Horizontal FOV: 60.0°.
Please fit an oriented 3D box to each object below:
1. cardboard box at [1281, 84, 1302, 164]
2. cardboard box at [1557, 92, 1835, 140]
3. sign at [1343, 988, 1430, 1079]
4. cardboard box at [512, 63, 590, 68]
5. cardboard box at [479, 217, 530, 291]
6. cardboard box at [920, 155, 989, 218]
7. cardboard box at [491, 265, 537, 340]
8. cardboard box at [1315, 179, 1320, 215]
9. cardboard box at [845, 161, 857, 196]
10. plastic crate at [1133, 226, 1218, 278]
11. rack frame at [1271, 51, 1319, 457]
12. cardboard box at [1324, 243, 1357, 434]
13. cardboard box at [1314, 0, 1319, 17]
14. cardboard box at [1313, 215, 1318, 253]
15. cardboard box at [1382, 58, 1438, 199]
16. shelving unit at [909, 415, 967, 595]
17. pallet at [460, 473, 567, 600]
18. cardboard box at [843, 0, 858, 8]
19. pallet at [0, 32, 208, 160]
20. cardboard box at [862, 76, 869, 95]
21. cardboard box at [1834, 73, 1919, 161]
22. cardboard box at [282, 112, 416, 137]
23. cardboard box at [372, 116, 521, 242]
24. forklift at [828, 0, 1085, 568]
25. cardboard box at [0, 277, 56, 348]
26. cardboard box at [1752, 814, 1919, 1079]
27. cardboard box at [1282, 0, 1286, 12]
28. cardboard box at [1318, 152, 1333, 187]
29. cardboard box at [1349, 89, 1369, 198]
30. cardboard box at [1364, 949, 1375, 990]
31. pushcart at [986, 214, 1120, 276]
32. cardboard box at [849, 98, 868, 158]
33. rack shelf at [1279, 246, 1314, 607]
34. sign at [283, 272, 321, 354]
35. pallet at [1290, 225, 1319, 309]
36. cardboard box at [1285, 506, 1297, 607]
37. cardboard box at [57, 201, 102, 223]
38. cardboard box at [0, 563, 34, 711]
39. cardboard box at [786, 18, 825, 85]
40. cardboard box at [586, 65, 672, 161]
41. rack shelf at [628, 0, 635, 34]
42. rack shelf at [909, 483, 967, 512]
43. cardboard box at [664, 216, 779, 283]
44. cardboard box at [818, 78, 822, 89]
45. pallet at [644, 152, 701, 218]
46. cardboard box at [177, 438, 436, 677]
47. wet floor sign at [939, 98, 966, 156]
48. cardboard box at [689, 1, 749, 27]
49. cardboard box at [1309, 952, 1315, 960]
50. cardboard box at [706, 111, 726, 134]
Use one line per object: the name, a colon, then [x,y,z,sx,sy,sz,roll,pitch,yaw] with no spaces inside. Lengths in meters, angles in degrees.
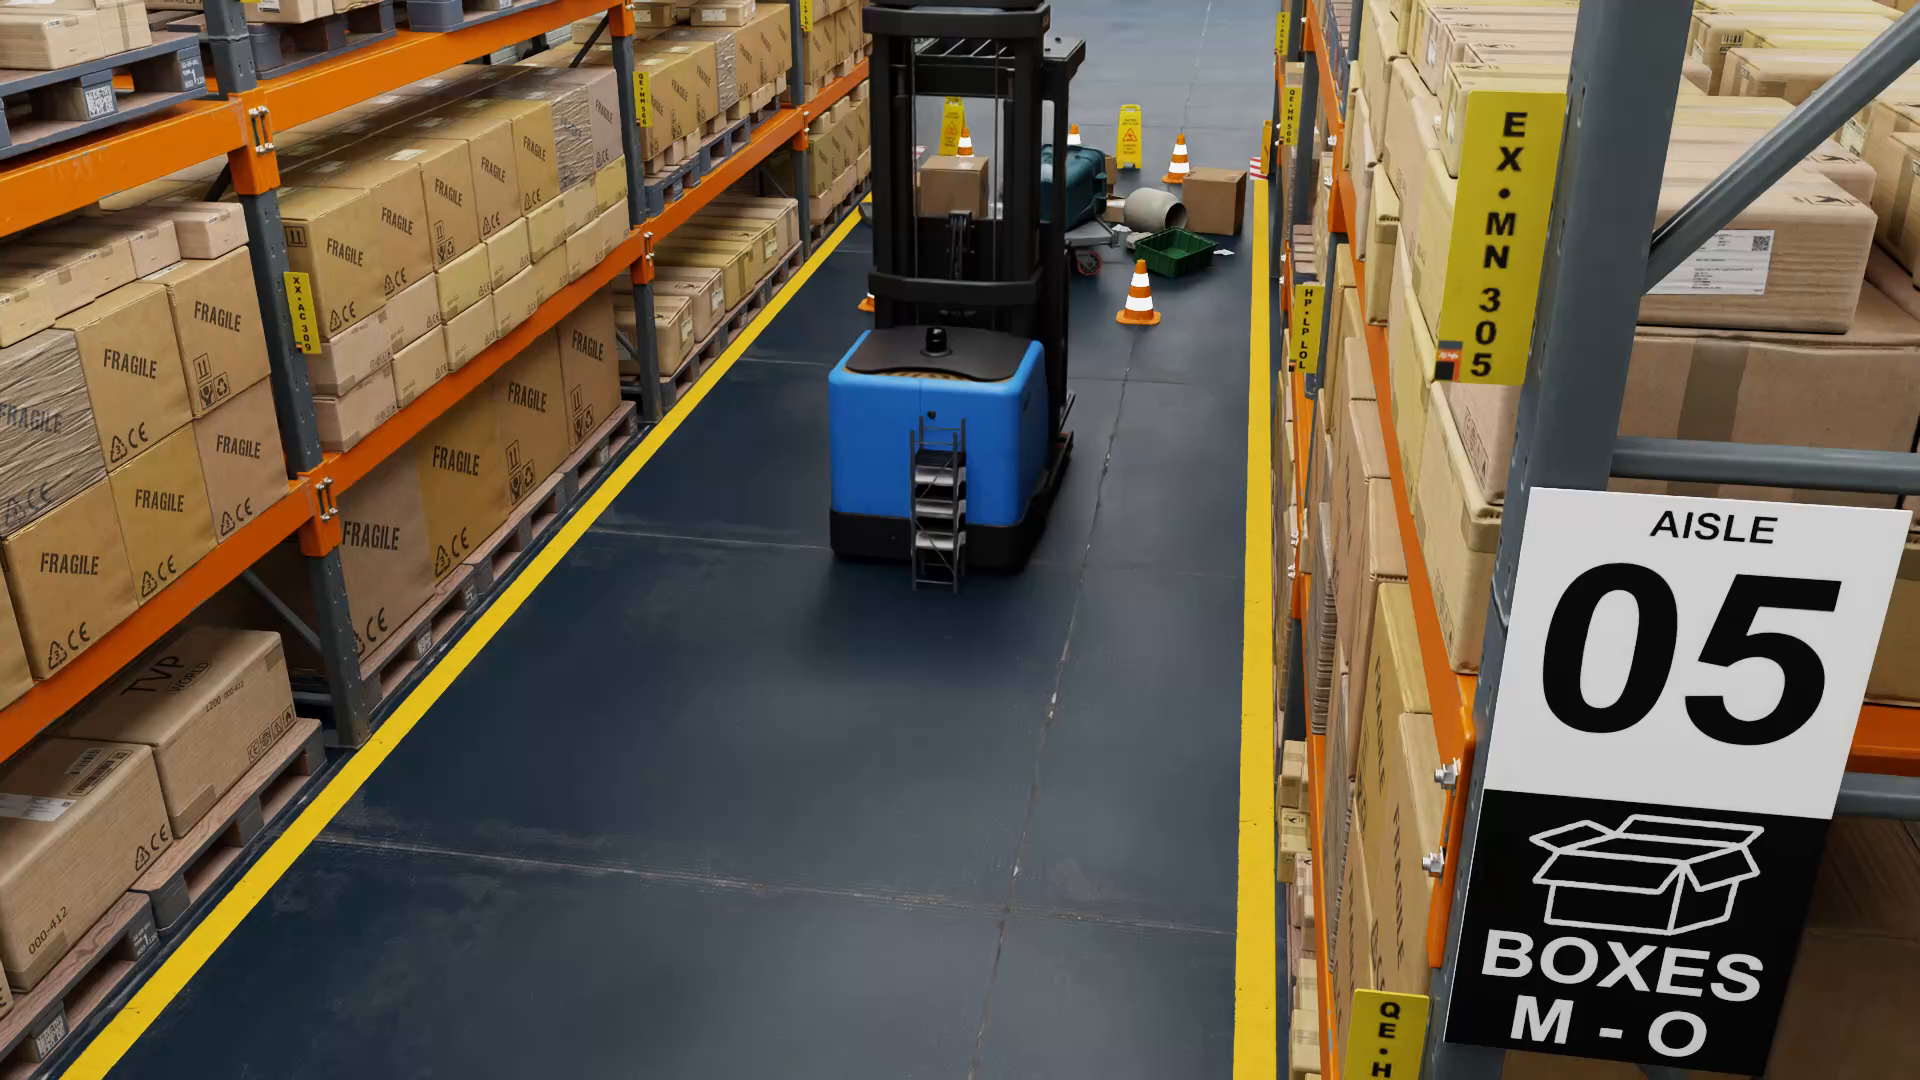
cardboard box: [2.578,-2.963,11.923,0.500,0.500,0.500,4,25,8]
cardboard box: [1.077,-0.581,2.531,0.380,0.149,0.250,3,25,7]
sign: [0.590,0.766,2.337,0.100,0.325,0.005,4,25,9]
cardboard box: [-2.658,-2.746,10.614,0.500,0.500,0.500,3,25,7]
cardboard box: [-2.515,-1.457,8.412,0.500,0.250,0.500,3,25,7]
cardboard box: [-0.044,-2.939,14.047,0.500,0.500,0.500,4,25,9]
cardboard box: [-2.506,-1.230,8.515,0.500,0.250,0.500,4,25,8]
cardboard box: [2.165,-1.889,9.197,0.380,0.149,0.250,5,26,11]
cardboard box: [-1.282,-3.458,15.848,0.500,0.250,0.500,4,25,8]
plastic crate: [1.831,-2.455,14.205,0.450,0.188,0.662,29,36,30]
rack frame: [2.442,-1.866,9.698,1.000,3.000,0.127,4,25,9]
cardboard box: [1.474,-0.654,5.460,0.500,0.500,0.500,5,25,10]
cardboard box: [2.011,-2.840,8.122,0.500,0.500,0.500,4,25,9]
cardboard box: [2.125,-1.657,9.052,0.380,0.149,0.250,5,26,11]
cardboard box: [1.221,-0.885,3.652,0.500,0.250,0.500,3,25,6]
shelving unit: [-0.111,-0.176,8.564,0.258,0.900,0.210,5,26,10]
pallet: [-2.863,-0.070,9.151,1.003,0.211,1.213,4,25,9]
cardboard box: [-1.305,-5.062,14.877,0.700,0.500,0.500,3,25,7]
pallet: [-3.256,-1.470,5.420,1.003,0.211,1.213,4,25,9]
cardboard box: [-1.063,-4.474,16.369,0.380,0.149,0.250,4,25,9]
cardboard box: [1.628,-0.653,2.685,0.380,0.149,0.250,4,25,9]
cardboard box: [-3.037,-1.841,8.347,0.500,0.500,0.500,4,25,9]
cardboard box: [-2.538,-1.797,8.253,0.500,0.500,0.500,4,25,8]
forklift: [0.096,-1.780,9.595,1.130,2.935,3.031,5,26,10]
cardboard box: [-3.078,-0.714,5.174,0.380,0.149,0.250,4,25,8]
cardboard box: [1.469,0.678,2.615,0.500,0.500,0.500,4,25,8]
cardboard box: [3.426,-5.155,15.274,0.875,0.550,0.550,4,25,9]
cardboard box: [2.174,-2.030,9.148,0.380,0.149,0.250,4,25,9]
cardboard box: [1.379,-1.098,4.696,0.500,0.250,0.500,4,25,8]
cardboard box: [0.954,1.094,2.905,0.500,0.500,0.500,5,25,10]
pushcart: [0.453,-2.515,14.177,1.648,0.377,0.936,-5,25,-10]
cardboard box: [-1.196,-4.015,16.152,0.500,0.500,0.500,3,25,7]
rack shelf: [2.115,-0.703,8.063,1.077,0.370,4.000,4,25,9]
sign: [-2.564,-0.884,6.485,0.100,0.325,0.005,4,25,9]
pallet: [2.430,-1.473,9.086,1.213,0.211,1.003,4,25,9]
cardboard box: [1.660,0.080,7.109,0.500,0.250,0.500,3,25,7]
cardboard box: [-3.420,-1.171,6.152,0.380,0.149,0.250,4,25,8]
cardboard box: [-3.183,0.318,4.915,0.500,0.500,0.500,5,26,10]
cardboard box: [-1.458,-4.184,14.182,0.500,0.500,0.500,4,25,8]
cardboard box: [-2.156,-2.709,10.535,0.500,0.500,0.500,3,25,7]
rack shelf: [-2.131,-4.036,11.644,1.077,0.370,4.000,4,25,9]
rack shelf: [-0.111,-0.227,8.540,0.258,0.077,0.200,5,26,10]
cardboard box: [-2.002,-2.319,13.270,0.950,0.372,0.625,6,26,12]
cardboard box: [-1.433,-4.058,14.677,0.380,0.149,0.250,4,25,8]
pallet: [-2.447,-2.385,11.033,1.213,0.211,1.003,4,25,9]
cardboard box: [-3.090,0.014,7.693,0.875,0.875,0.875,5,26,10]
wet floor sign: [-0.064,-4.451,17.999,0.267,0.644,0.232,13,28,26]
cardboard box: [-1.779,-3.889,12.291,0.380,0.149,0.250,3,25,6]
cardboard box: [1.386,1.367,5.660,0.380,0.149,0.250,4,25,7]
cardboard box: [-1.910,-3.039,12.004,0.380,0.149,0.250,5,26,10]
